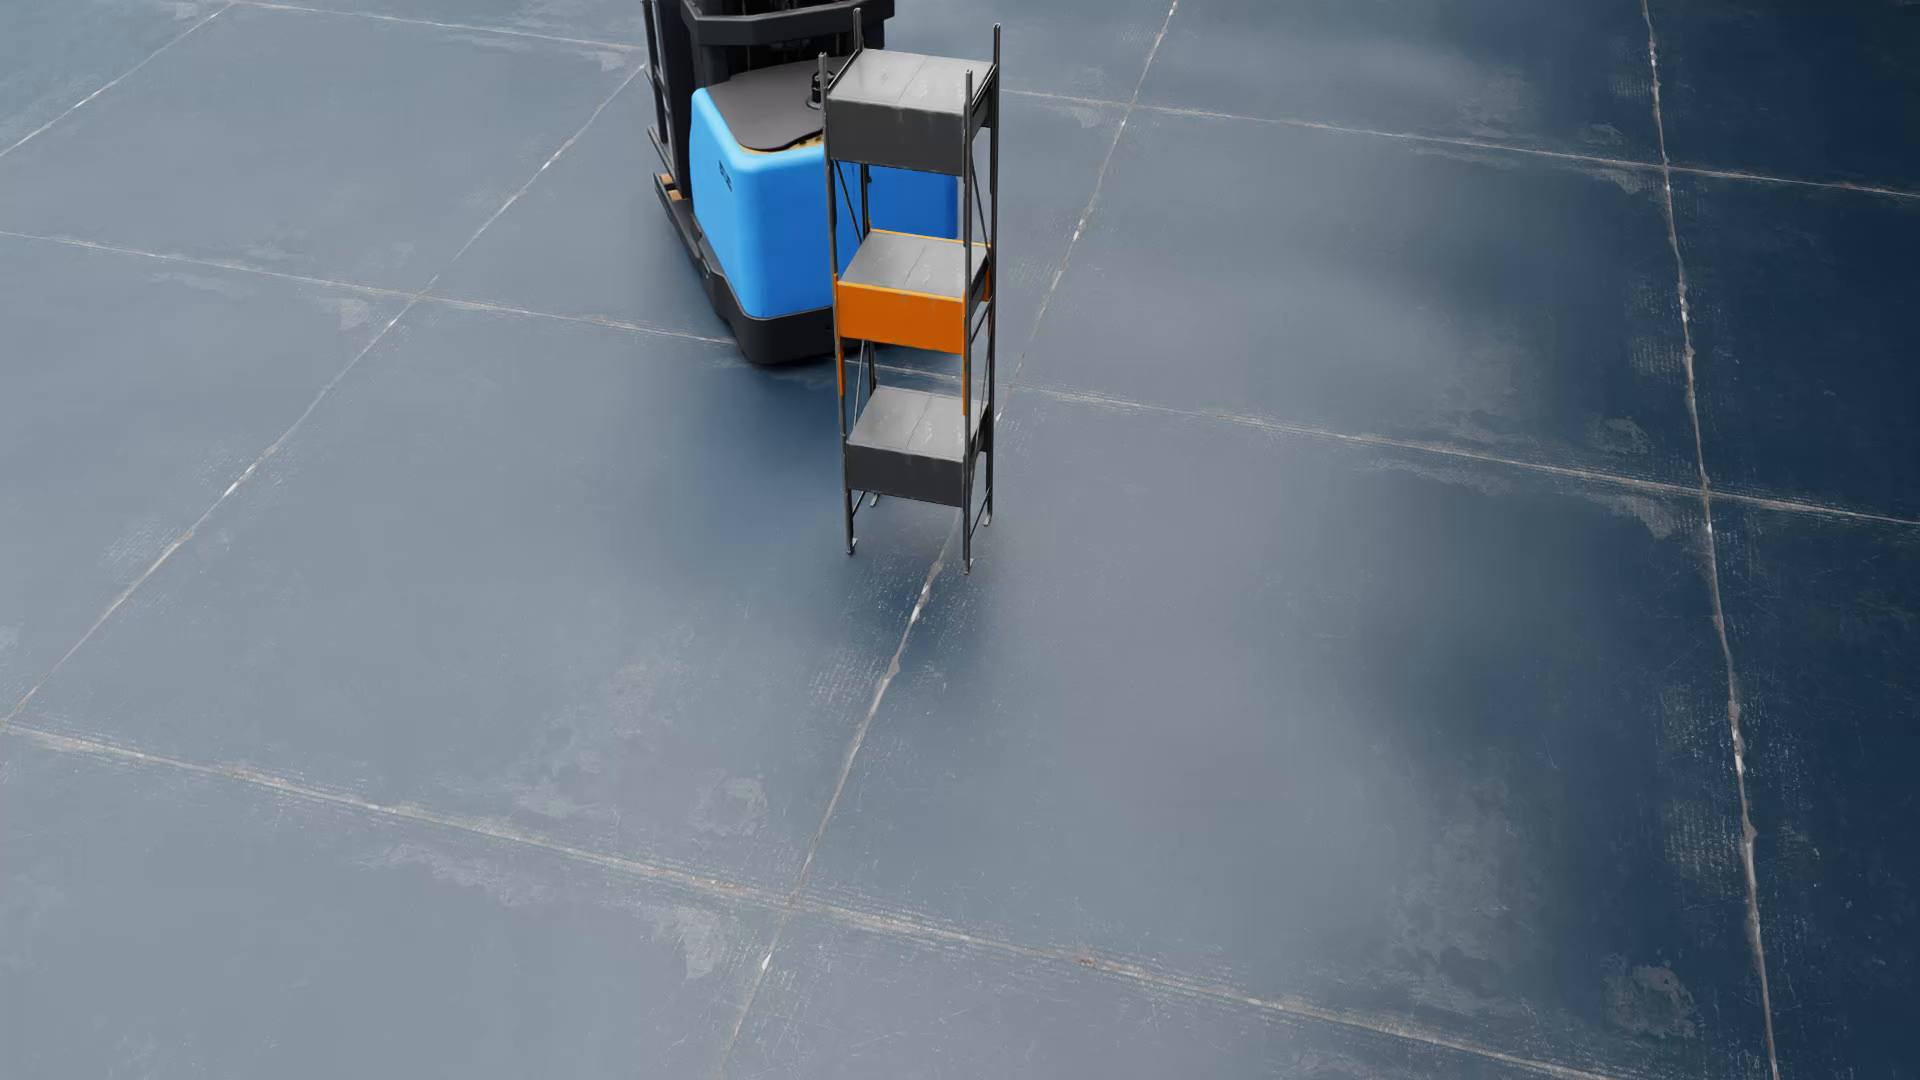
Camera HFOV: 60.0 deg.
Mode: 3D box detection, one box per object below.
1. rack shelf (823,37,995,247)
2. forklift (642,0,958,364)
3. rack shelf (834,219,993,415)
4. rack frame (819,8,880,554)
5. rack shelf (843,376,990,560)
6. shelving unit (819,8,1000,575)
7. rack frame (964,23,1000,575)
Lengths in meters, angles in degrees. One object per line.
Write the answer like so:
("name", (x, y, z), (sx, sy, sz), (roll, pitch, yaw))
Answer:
("rack shelf", (-0.160, -1.357, 5.666), (0.480, 0.518, 0.431), (10, 41, 11))
("forklift", (-0.986, -2.880, 7.900), (1.130, 2.935, 3.031), (-14, 42, -16))
("rack shelf", (-0.160, -0.821, 6.116), (0.480, 0.518, 0.431), (10, 41, 11))
("rack frame", (-0.396, -0.872, 6.156), (0.015, 2.100, 0.400), (10, 41, 11))
("rack shelf", (-0.160, -0.285, 6.566), (0.480, 0.518, 0.431), (10, 41, 11))
("shelving unit", (-0.160, -0.832, 6.107), (0.503, 2.100, 0.431), (10, 41, 11))
("rack frame", (0.076, -0.791, 6.059), (0.015, 2.100, 0.400), (10, 41, 11))
